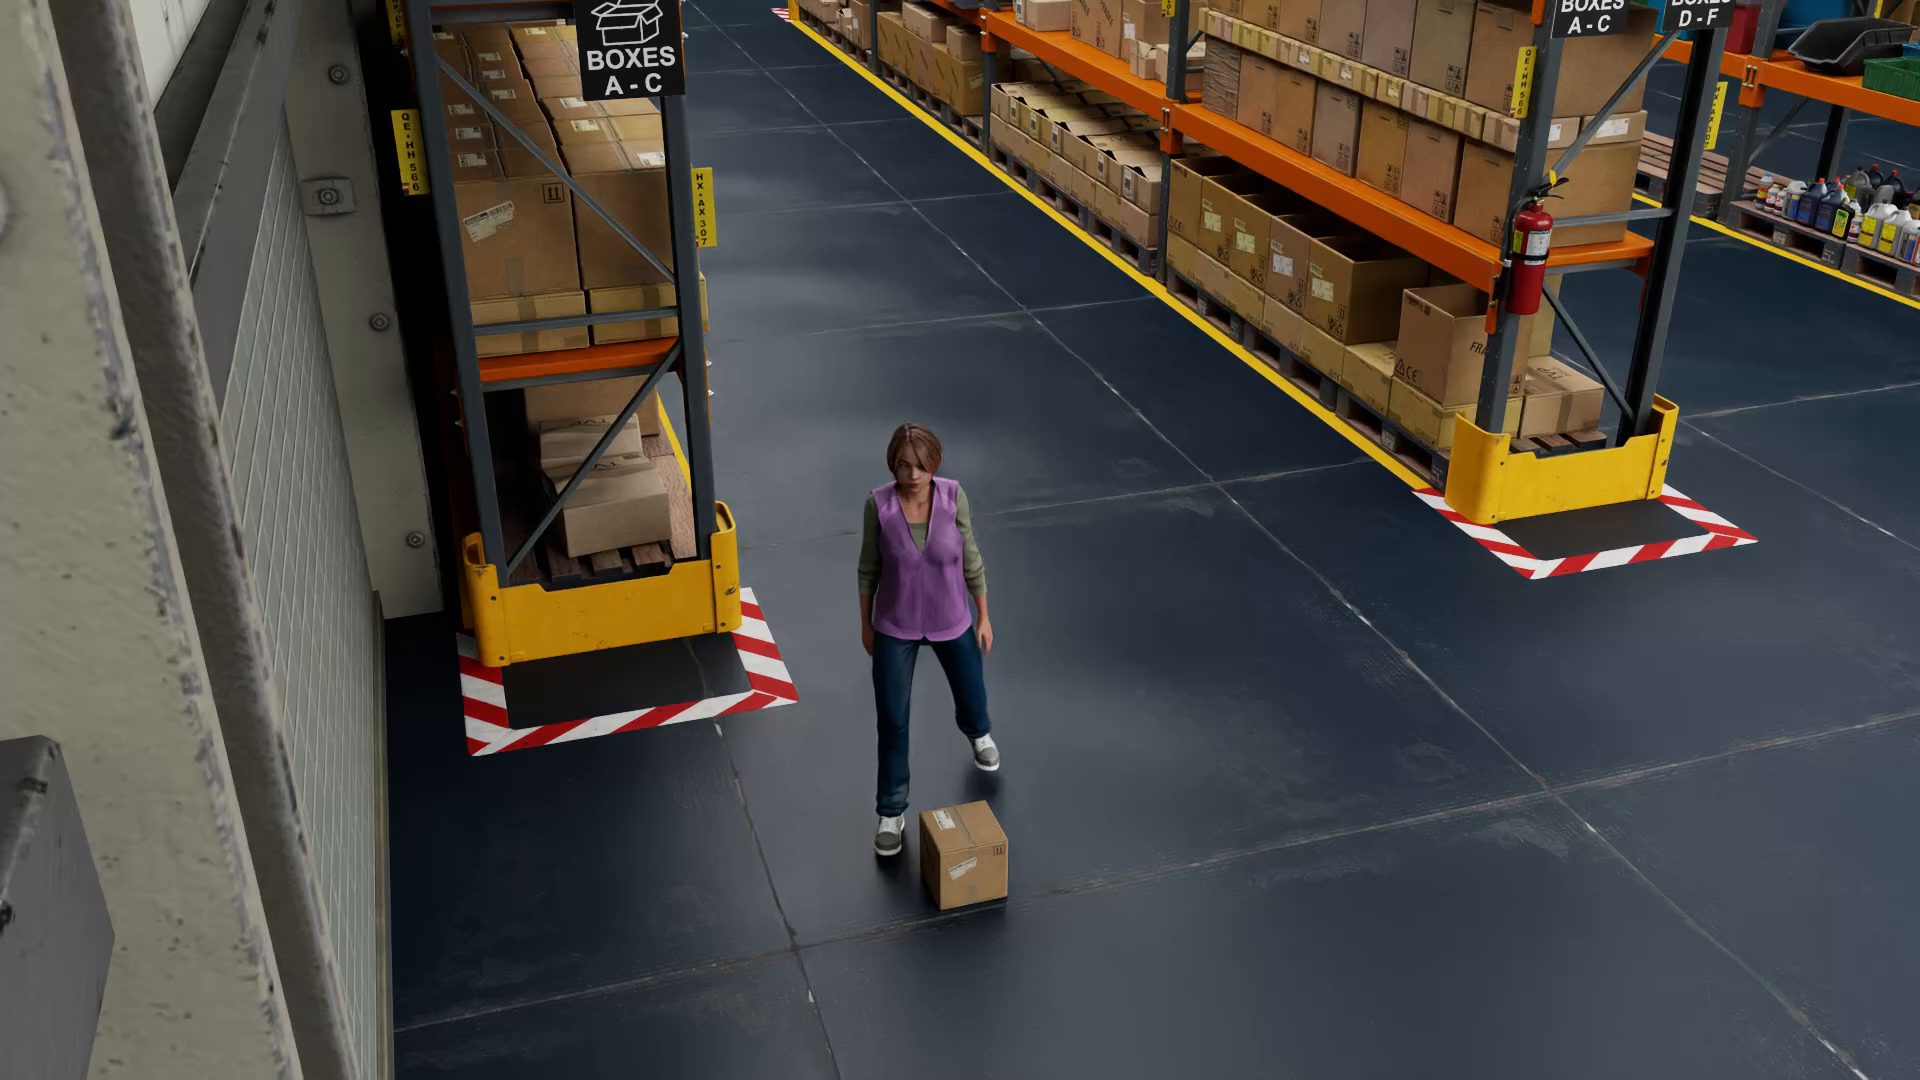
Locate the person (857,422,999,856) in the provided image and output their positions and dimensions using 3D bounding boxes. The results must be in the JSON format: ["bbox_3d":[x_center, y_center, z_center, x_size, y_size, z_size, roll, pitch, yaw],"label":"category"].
[{"bbox_3d":[-0.095,0.303,6.012,0.538,1.579,0.680,-3,27,-6],"label":"person"}]
